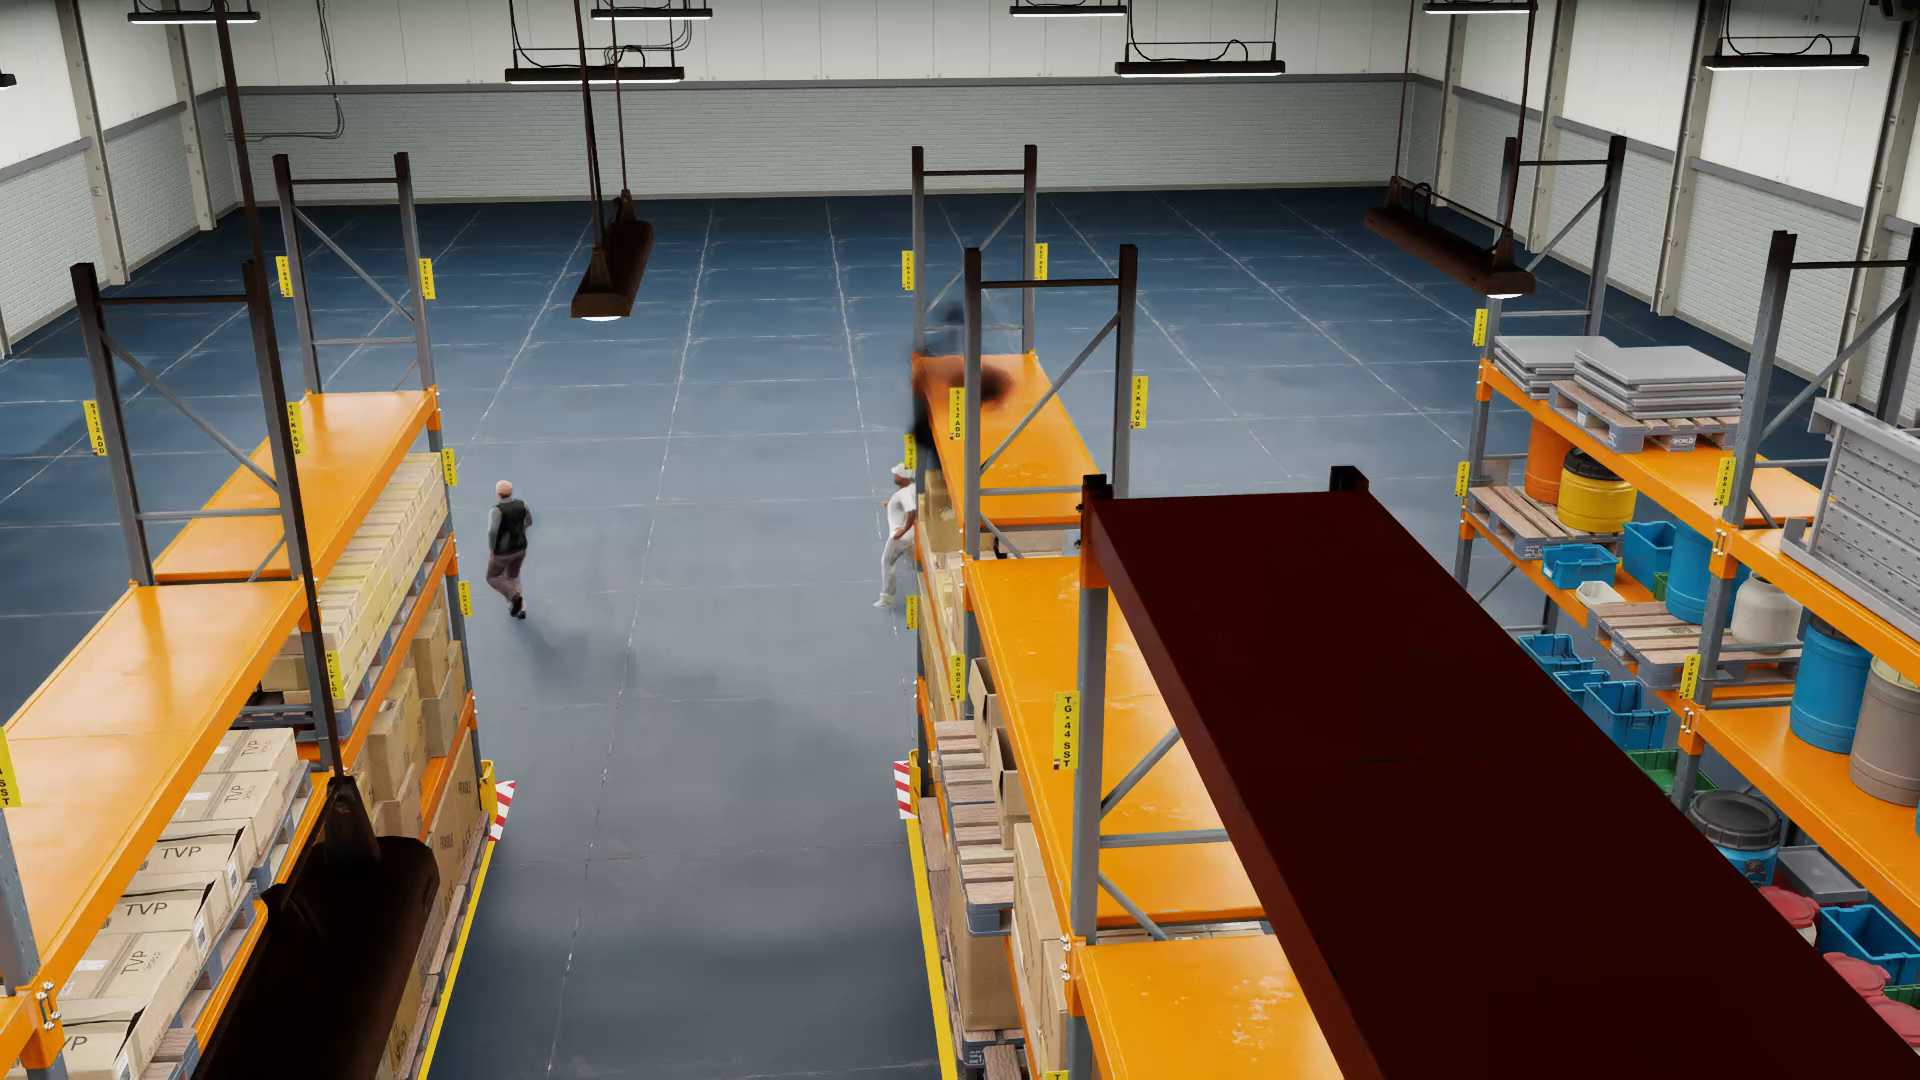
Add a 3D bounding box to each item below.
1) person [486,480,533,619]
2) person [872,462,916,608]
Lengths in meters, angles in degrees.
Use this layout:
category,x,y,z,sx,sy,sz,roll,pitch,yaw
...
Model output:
category,x,y,z,sx,sy,sz,roll,pitch,yaw
person,-5.192,0.115,19.077,0.591,1.688,0.698,16,27,35
person,-0.612,-0.026,19.308,0.830,1.824,0.681,10,24,24
